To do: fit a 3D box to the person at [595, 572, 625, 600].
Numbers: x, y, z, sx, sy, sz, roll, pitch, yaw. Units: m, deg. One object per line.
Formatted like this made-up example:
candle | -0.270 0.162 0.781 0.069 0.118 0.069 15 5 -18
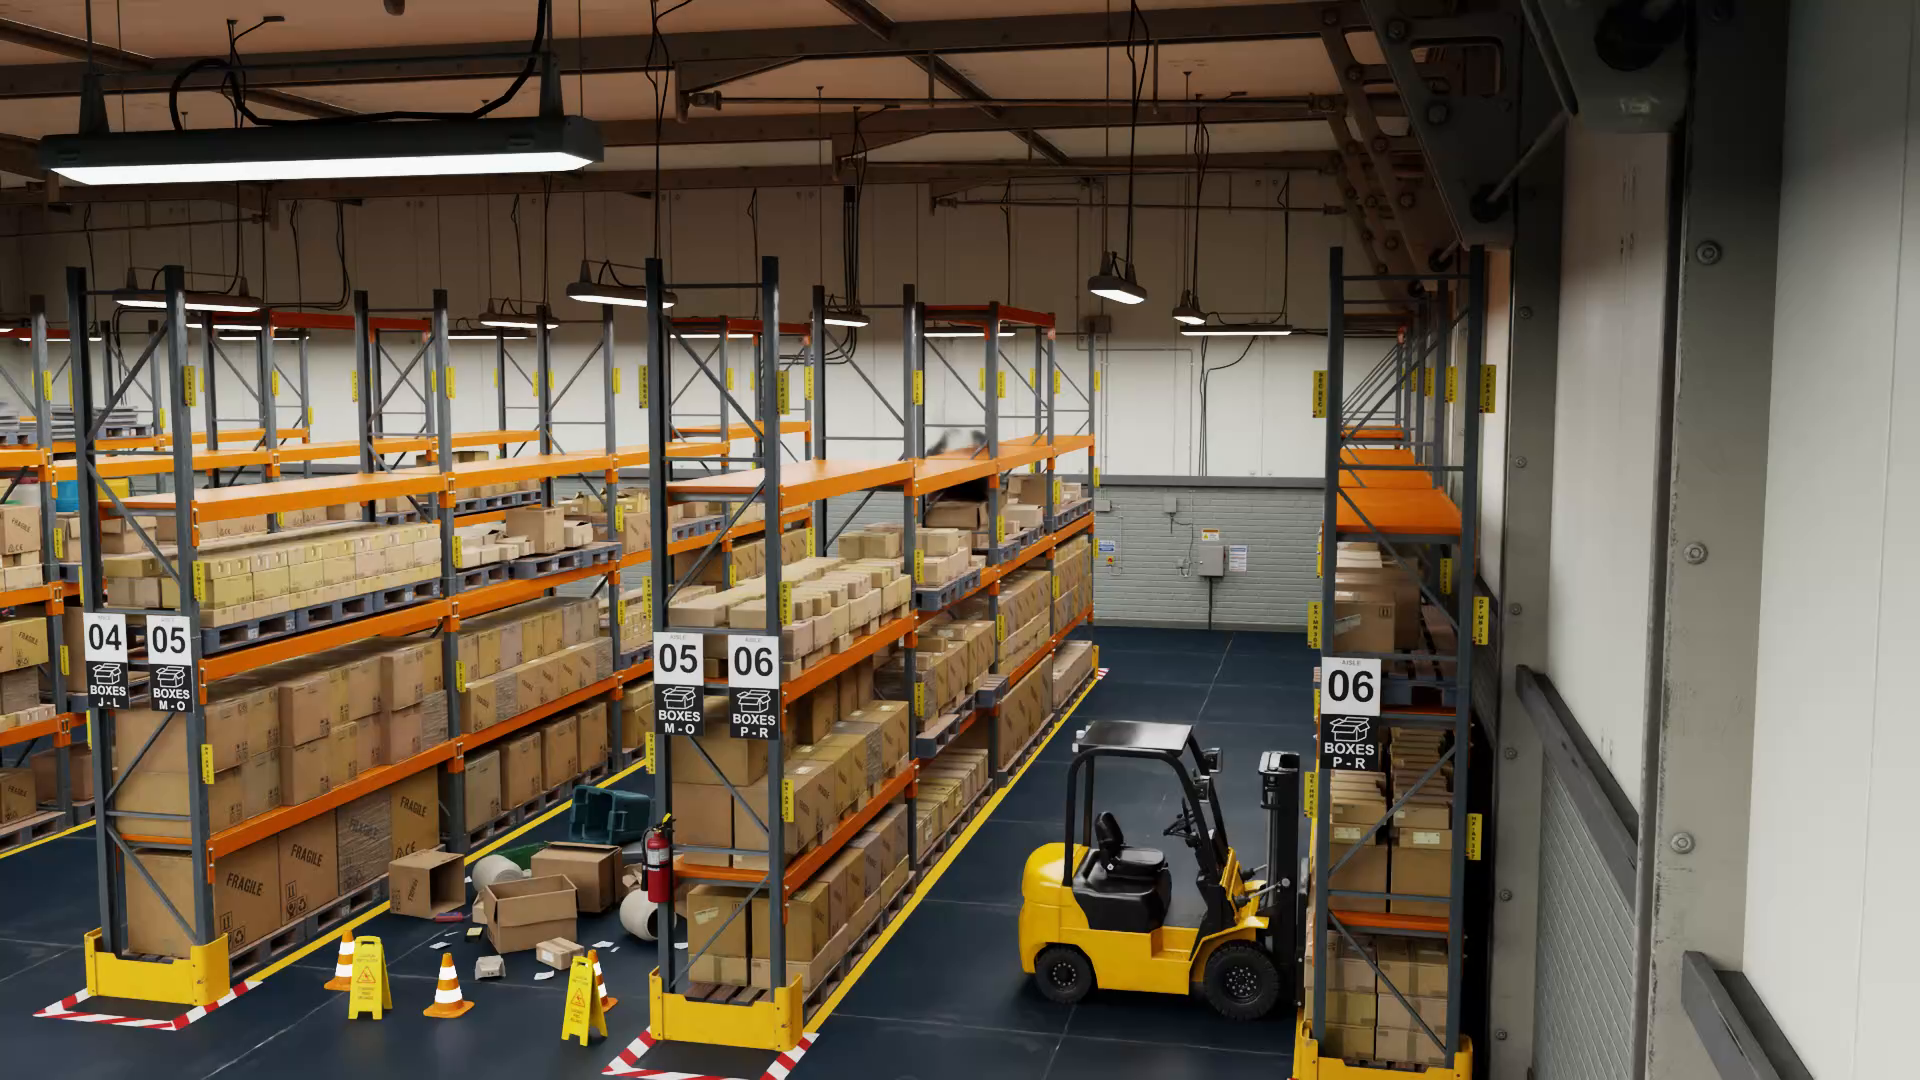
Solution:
person | -6.500 1.228 30.985 0.616 1.610 0.640 -5 8 -42
